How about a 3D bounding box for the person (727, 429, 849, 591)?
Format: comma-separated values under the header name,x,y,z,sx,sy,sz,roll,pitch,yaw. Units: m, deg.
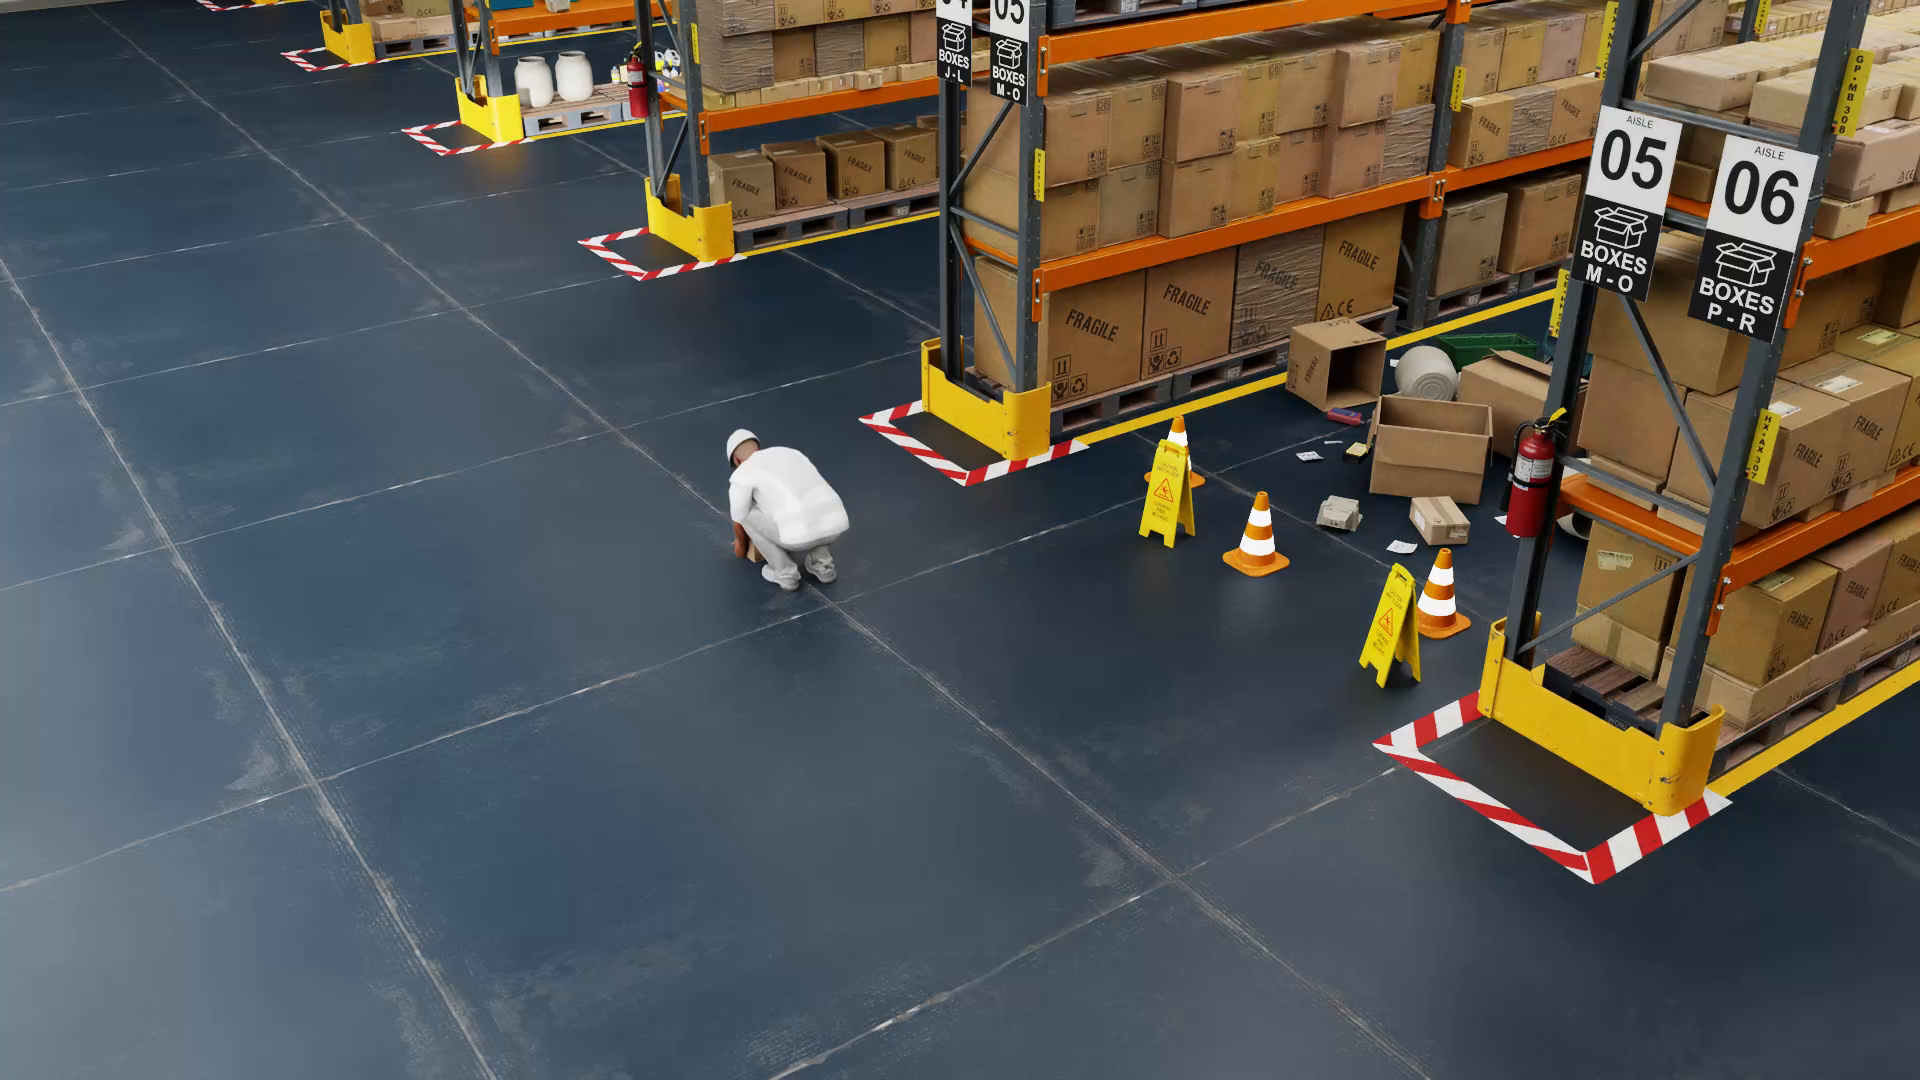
name,x,y,z,sx,sy,sz,roll,pitch,yaw
person,-1.075,-0.133,9.949,0.546,0.895,0.928,-19,34,-31
